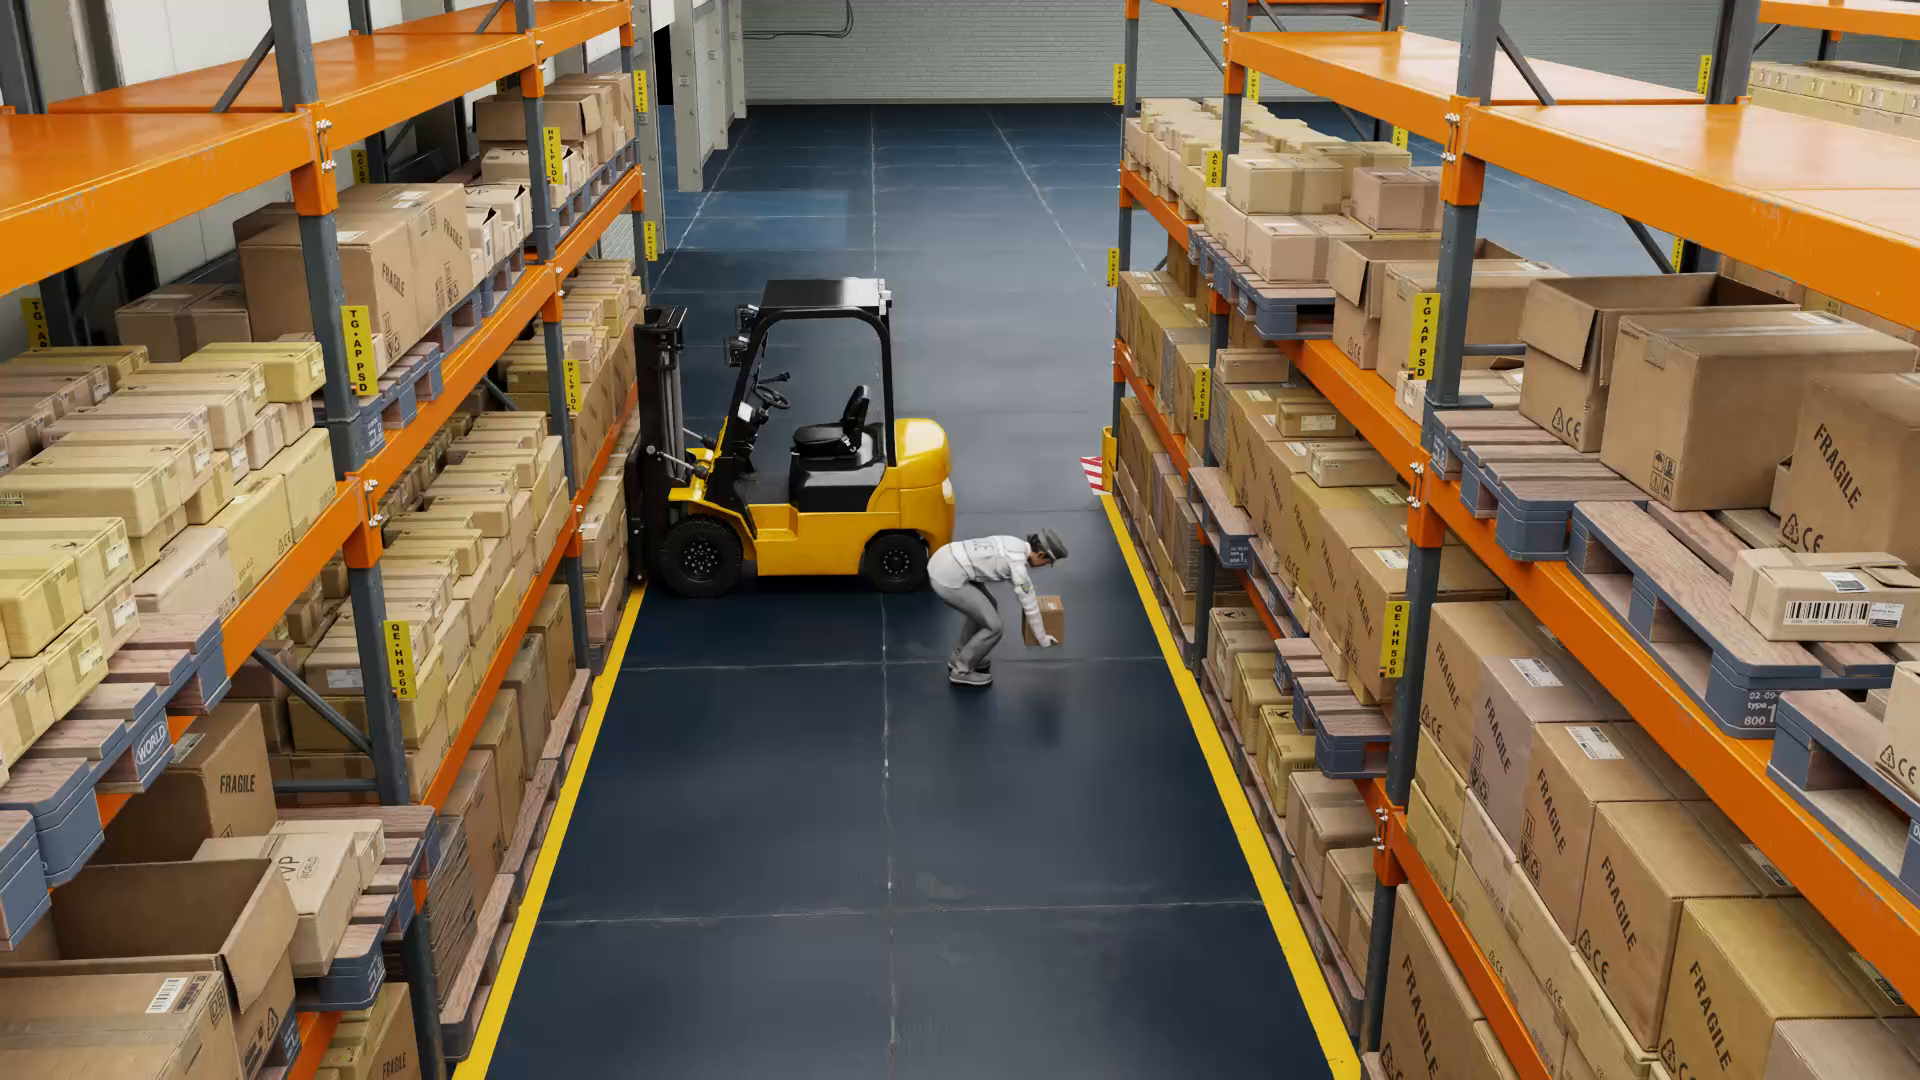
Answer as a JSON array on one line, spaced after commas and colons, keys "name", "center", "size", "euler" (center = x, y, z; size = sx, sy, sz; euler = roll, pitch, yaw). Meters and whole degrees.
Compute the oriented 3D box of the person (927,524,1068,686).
[{"name": "person", "center": [0.249, 0.411, 10.889], "size": [0.922, 1.030, 0.460], "euler": [-2, 21, -6]}]
